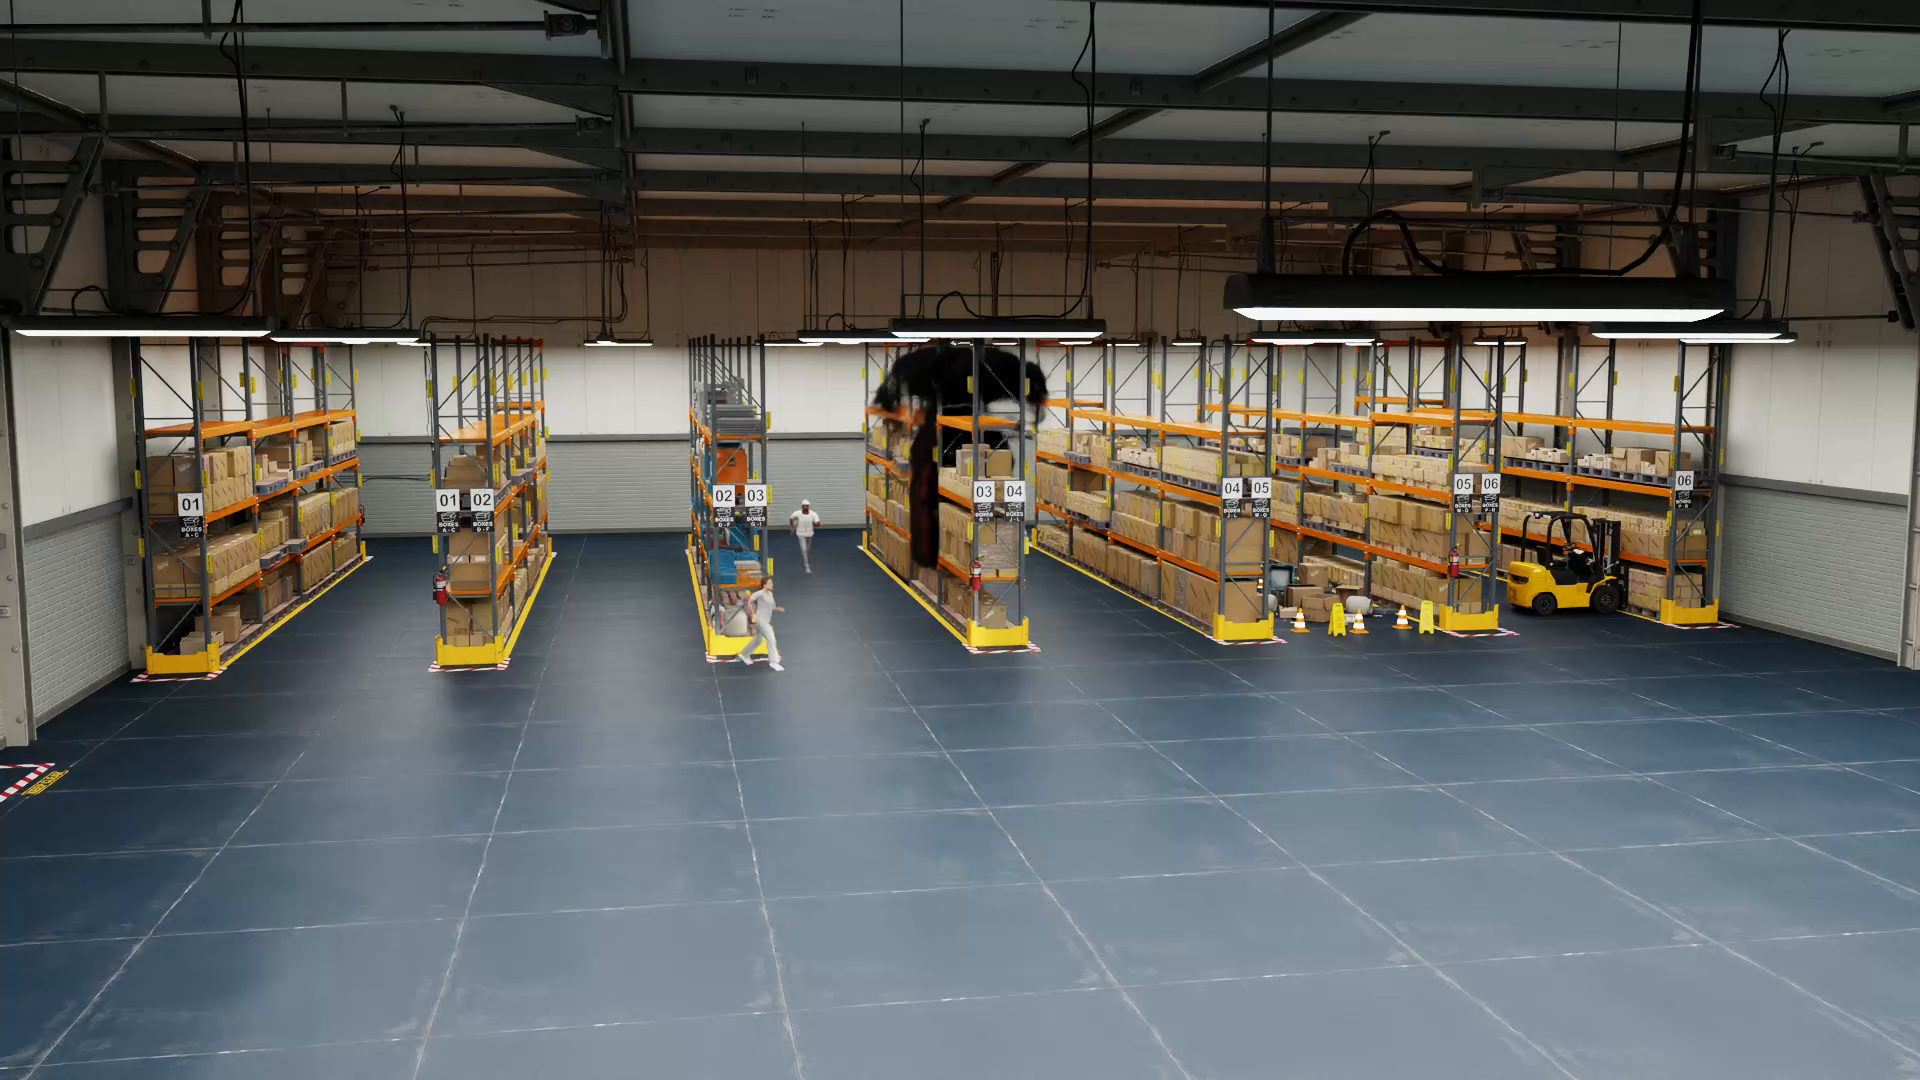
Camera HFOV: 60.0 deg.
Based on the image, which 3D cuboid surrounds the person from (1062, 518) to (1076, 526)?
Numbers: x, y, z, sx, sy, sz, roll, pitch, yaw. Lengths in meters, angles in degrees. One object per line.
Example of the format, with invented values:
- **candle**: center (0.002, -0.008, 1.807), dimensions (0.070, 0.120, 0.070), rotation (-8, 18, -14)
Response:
- **person**: center (3.245, -0.859, 50.027), dimensions (0.922, 1.691, 0.614), rotation (-3, 7, -24)

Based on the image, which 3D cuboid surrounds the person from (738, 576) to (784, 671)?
- **person**: center (-3.569, 1.483, 29.840), dimensions (0.941, 1.689, 0.510), rotation (2, 7, 16)

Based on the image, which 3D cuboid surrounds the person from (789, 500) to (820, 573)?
- **person**: center (-3.782, -0.093, 40.802), dimensions (0.697, 1.802, 0.917), rotation (-2, 7, -20)
